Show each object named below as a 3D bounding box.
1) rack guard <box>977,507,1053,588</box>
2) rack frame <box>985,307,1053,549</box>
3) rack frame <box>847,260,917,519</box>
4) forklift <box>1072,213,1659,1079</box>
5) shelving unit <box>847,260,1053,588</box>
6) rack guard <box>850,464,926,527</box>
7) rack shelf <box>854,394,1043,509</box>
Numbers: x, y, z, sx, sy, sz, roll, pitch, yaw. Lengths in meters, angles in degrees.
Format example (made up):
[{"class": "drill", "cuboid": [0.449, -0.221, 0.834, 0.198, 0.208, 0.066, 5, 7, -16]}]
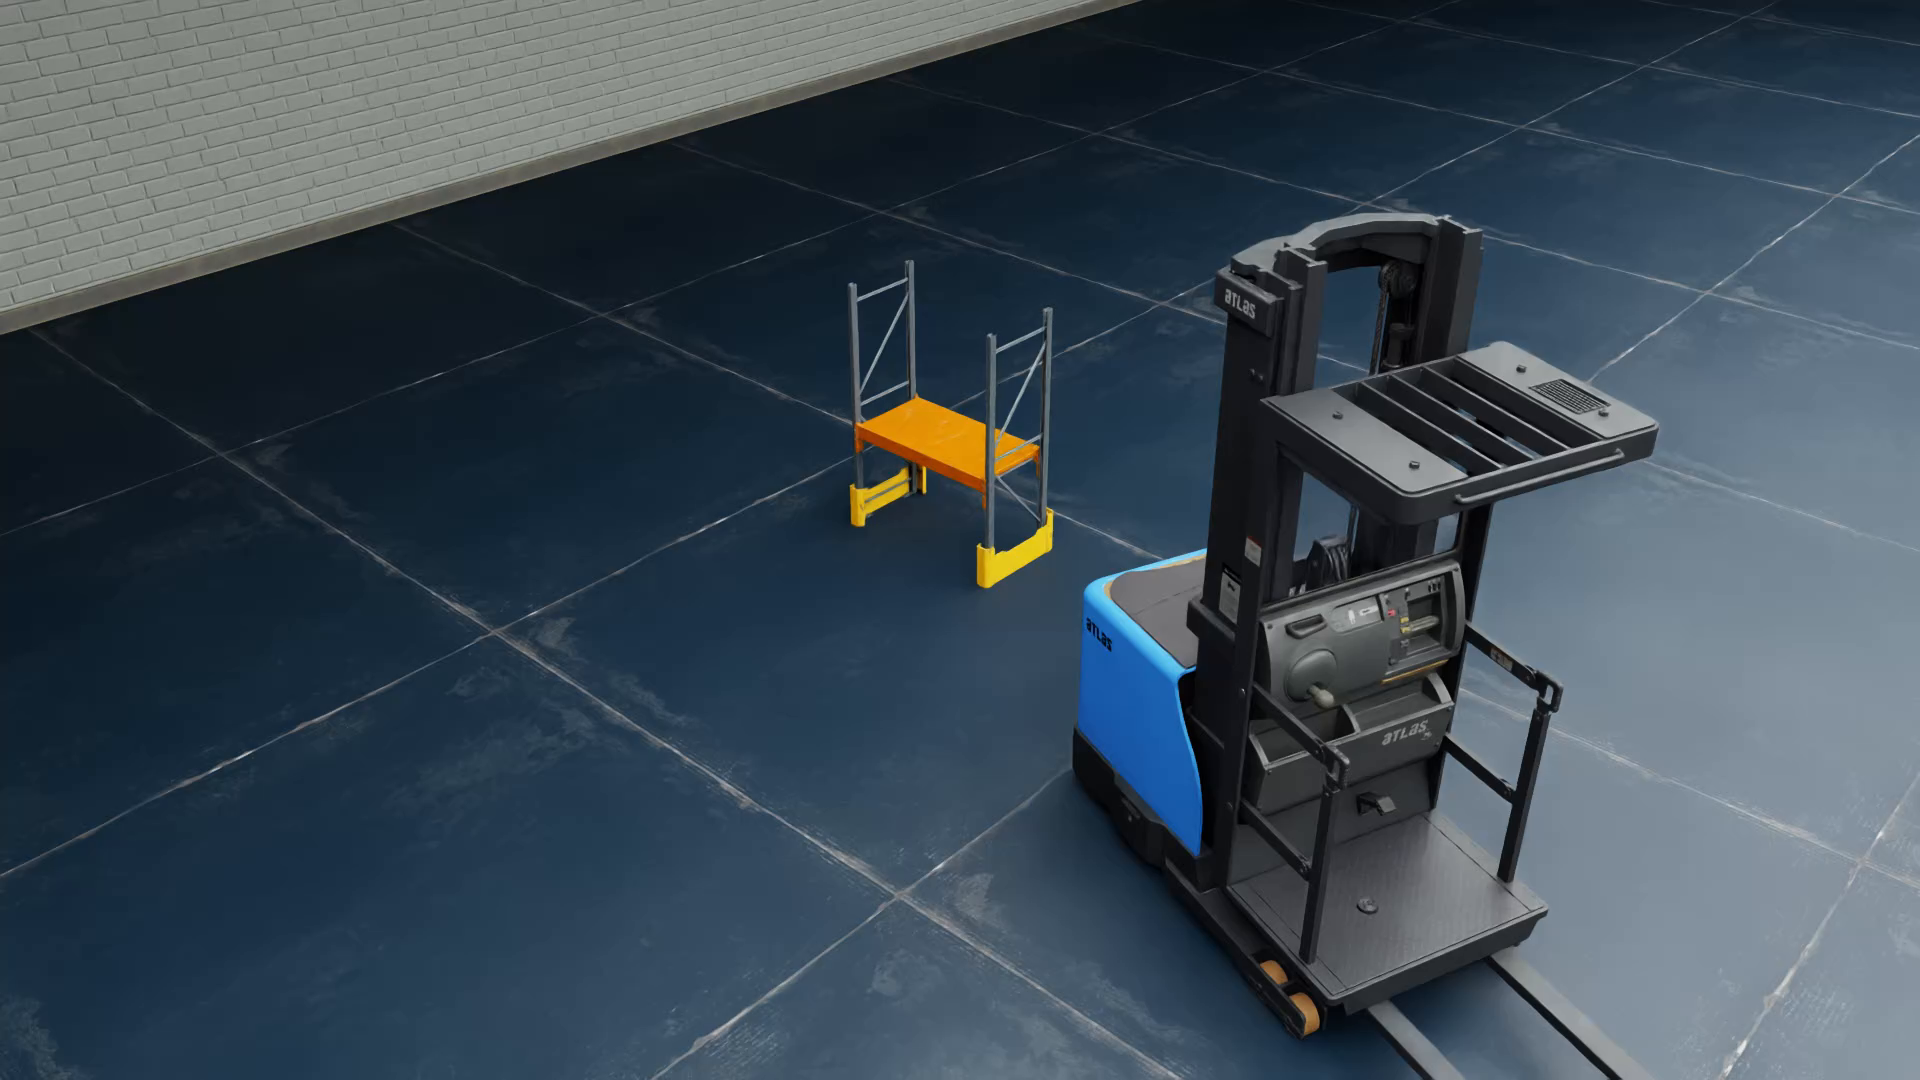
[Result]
[{"class": "rack guard", "cuboid": [0.313, 0.039, 9.388, 0.087, 0.250, 0.587, 25, 39, 35]}, {"class": "rack frame", "cuboid": [0.314, -0.496, 9.064, 0.032, 1.500, 0.500, 25, 39, 35]}, {"class": "rack frame", "cuboid": [-0.440, -0.848, 9.649, 0.032, 1.500, 0.500, 25, 39, 35]}, {"class": "forklift", "cuboid": [1.642, 0.414, 6.165, 1.130, 2.935, 3.031, -15, 34, -23]}, {"class": "shelving unit", "cuboid": [-0.057, -0.669, 9.351, 1.083, 1.500, 0.587, 25, 39, 35]}, {"class": "rack guard", "cuboid": [-0.426, -0.306, 9.960, 0.087, 0.250, 0.587, 25, 39, 35]}, {"class": "rack shelf", "cuboid": [-0.063, -0.518, 9.449, 1.000, 0.185, 0.538, 25, 39, 35]}]
